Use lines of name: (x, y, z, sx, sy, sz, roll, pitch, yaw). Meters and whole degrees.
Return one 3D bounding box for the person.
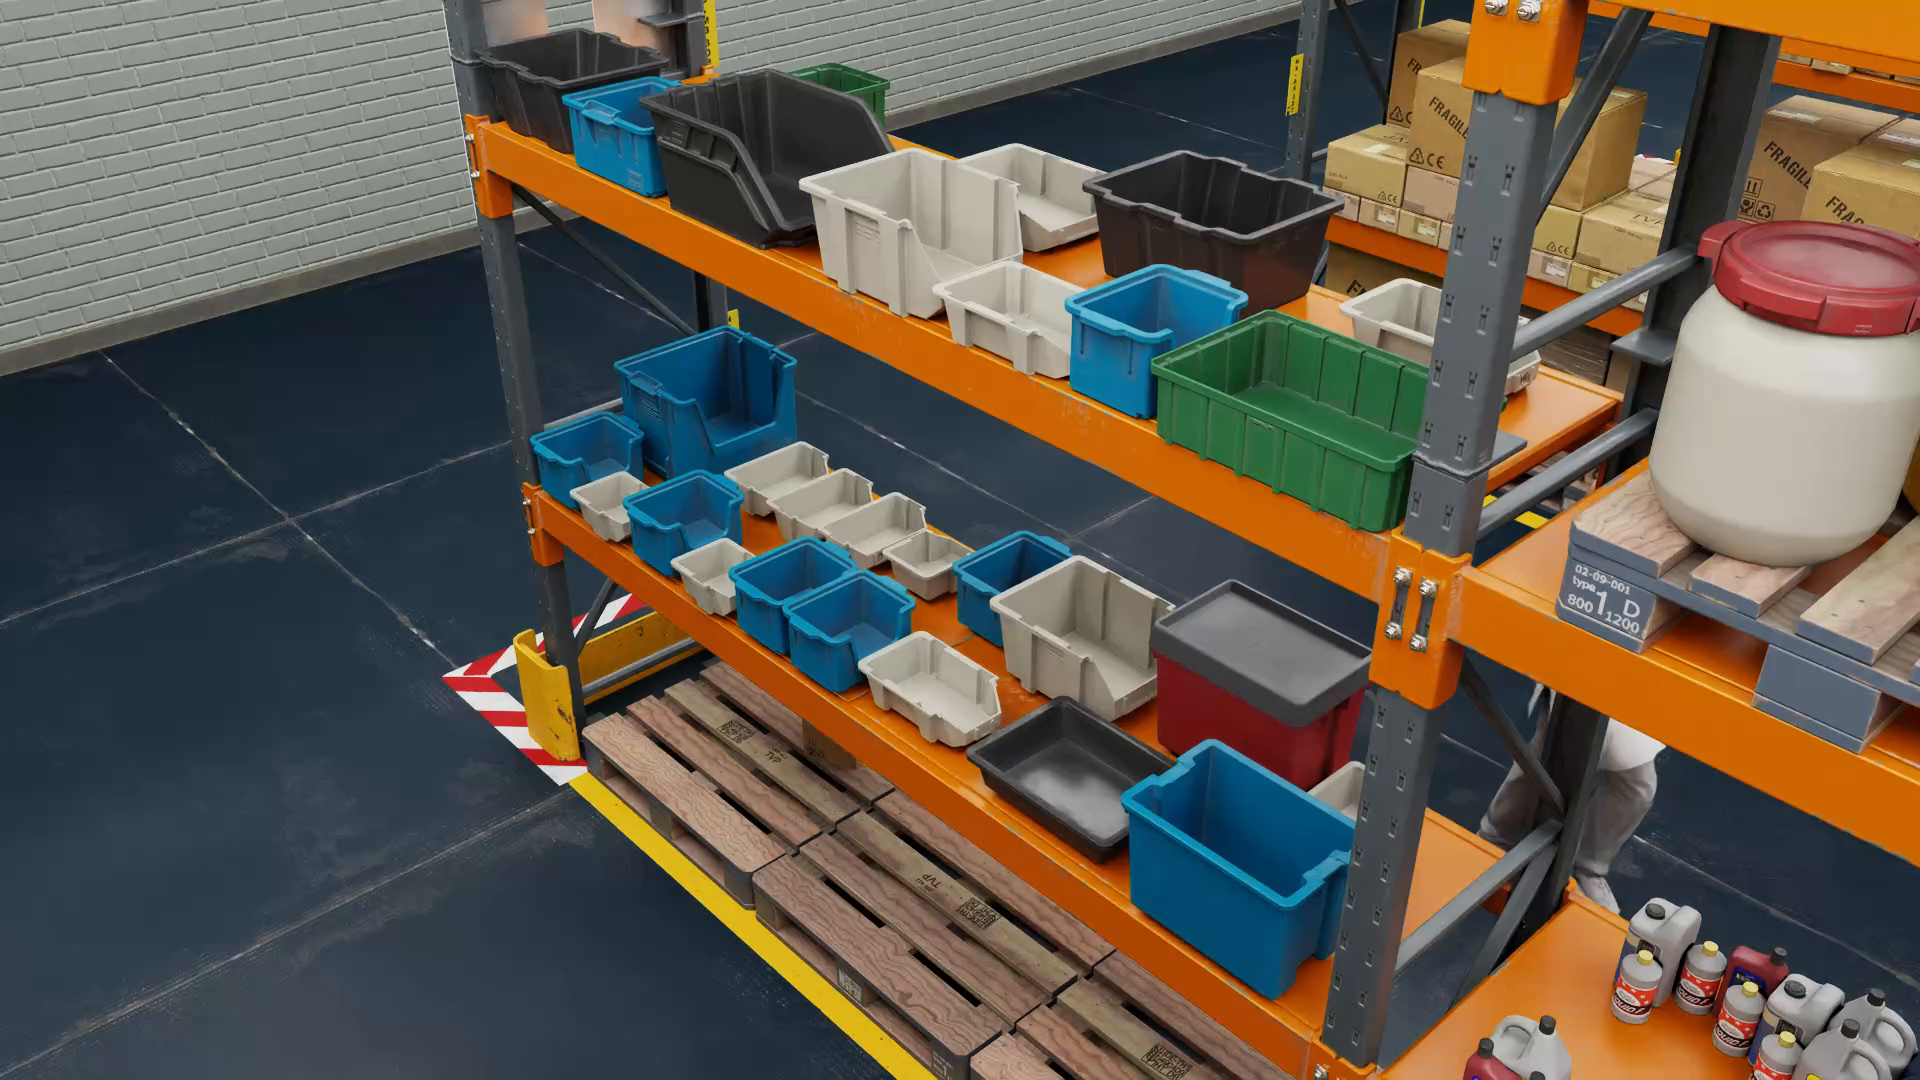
person: (2.353, 0.574, 6.222, 0.570, 1.843, 0.627, 7, 32, 12)
